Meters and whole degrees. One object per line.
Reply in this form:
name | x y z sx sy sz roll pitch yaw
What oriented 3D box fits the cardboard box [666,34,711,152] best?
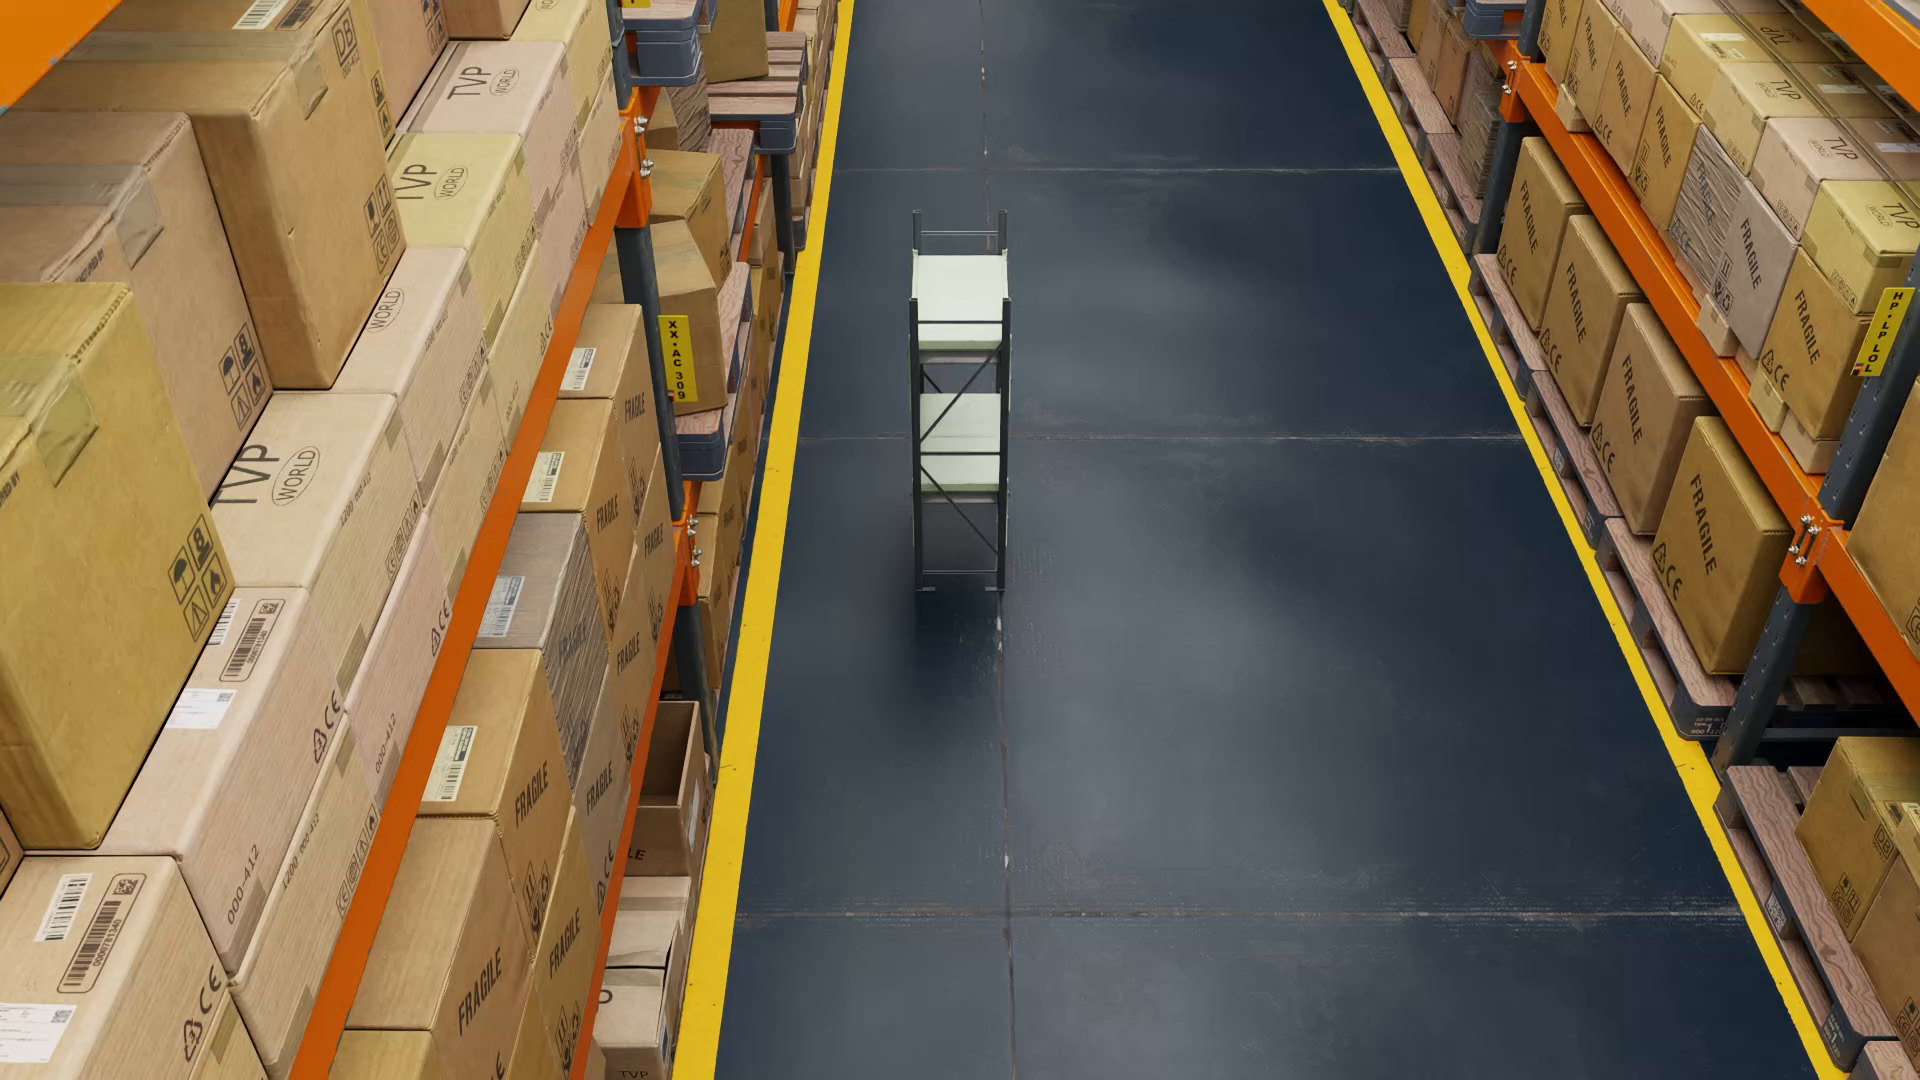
cardboard box | -1.540 -1.981 7.407 0.700 0.500 0.500 7 39 8

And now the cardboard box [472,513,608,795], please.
cardboard box | -1.196 0.280 4.122 0.500 0.500 0.500 0 39 0

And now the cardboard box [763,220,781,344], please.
cardboard box | -1.228 -1.355 8.690 0.500 0.500 0.500 1 39 2

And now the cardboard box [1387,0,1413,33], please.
cardboard box | 3.503 -3.987 11.974 0.700 0.500 0.500 1 39 1

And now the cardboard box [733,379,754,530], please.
cardboard box | -1.221 -0.387 7.482 0.500 0.500 0.500 0 39 0

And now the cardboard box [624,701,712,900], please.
cardboard box | -1.175 0.918 5.853 0.500 0.500 0.500 0 39 0

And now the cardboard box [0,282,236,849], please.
cardboard box | -1.387 0.025 2.041 0.700 0.500 0.500 0 39 0

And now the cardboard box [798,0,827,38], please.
cardboard box | -1.176 -3.664 11.338 0.500 0.311 0.500 0 39 0

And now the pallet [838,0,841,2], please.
pallet | -1.427 -4.654 13.389 1.003 0.211 1.213 0 39 0

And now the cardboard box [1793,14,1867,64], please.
cardboard box | 3.745 -1.959 6.862 0.500 0.250 0.500 -1 39 -1

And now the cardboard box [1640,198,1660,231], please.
cardboard box | 3.271 -1.494 7.401 0.380 0.149 0.250 0 39 0

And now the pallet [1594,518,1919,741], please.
pallet | 3.418 0.357 7.135 1.003 0.211 1.213 0 39 0

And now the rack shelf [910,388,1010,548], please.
rack shelf | 0.000 -0.335 7.490 0.431 0.370 0.720 0 39 0

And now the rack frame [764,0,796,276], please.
rack frame | -1.464 -2.744 8.775 1.000 3.000 0.127 0 39 0

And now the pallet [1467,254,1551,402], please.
pallet | 3.416 -1.168 9.039 1.003 0.211 1.213 0 39 0

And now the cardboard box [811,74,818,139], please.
cardboard box | -1.179 -2.802 10.710 0.500 0.250 0.500 -1 39 -1

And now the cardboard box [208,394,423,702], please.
cardboard box | -1.195 0.005 2.666 0.500 0.250 0.500 0 39 0

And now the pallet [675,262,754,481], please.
pallet | -1.351 -0.667 6.337 1.003 0.211 1.213 0 39 0

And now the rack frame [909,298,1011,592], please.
rack frame | 0.000 -0.361 7.001 0.400 1.500 0.023 0 39 0

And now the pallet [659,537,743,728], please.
pallet | -1.498 0.337 7.160 1.003 0.211 1.213 0 39 0

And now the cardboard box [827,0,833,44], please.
cardboard box | -1.179 -3.761 11.907 0.500 0.250 0.500 -1 39 -1

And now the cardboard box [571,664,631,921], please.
cardboard box | -1.197 0.675 4.429 0.500 0.500 0.500 1 39 1

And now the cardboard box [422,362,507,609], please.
cardboard box | -1.198 -0.112 3.213 0.500 0.250 0.500 0 39 0

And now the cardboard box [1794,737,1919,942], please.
cardboard box | 3.393 1.031 5.728 0.700 0.500 0.500 0 39 1

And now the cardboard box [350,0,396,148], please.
cardboard box | -1.555 -0.912 3.212 0.700 0.500 0.500 0 39 0

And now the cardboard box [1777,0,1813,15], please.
cardboard box | 3.744 -2.277 7.259 0.500 0.250 0.500 -1 39 -1

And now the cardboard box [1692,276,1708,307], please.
cardboard box | 3.239 -1.007 6.793 0.380 0.149 0.250 0 39 0

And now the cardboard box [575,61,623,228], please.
cardboard box | -1.192 -1.050 4.383 0.500 0.250 0.500 0 39 0

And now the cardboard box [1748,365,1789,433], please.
cardboard box | 3.187 -0.527 6.194 0.380 0.149 0.250 1 39 1

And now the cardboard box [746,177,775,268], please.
cardboard box | -1.224 -1.613 8.411 0.500 0.250 0.500 1 39 2

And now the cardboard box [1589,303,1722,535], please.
cardboard box | 3.360 -0.535 7.403 0.750 0.750 0.750 1 39 1

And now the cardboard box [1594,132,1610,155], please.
cardboard box | 3.290 -1.972 7.997 0.380 0.149 0.250 0 39 0

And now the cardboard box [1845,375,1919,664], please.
cardboard box | 3.479 -0.026 5.144 0.980 0.700 0.700 1 39 1

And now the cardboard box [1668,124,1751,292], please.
cardboard box | 3.239 -1.333 6.681 0.500 0.500 0.500 0 39 0

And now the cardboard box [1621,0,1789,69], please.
cardboard box | 3.239 -2.272 7.253 0.500 0.250 0.500 0 39 0

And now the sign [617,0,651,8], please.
sign | -0.916 -1.620 4.560 0.100 0.325 0.005 0 39 0

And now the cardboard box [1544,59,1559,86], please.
cardboard box | 3.259 -2.453 8.598 0.380 0.149 0.250 -1 39 -1

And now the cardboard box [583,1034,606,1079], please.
cardboard box | -1.452 1.735 4.831 0.797 0.503 0.637 0 39 0

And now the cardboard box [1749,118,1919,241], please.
cardboard box | 3.247 -1.315 6.059 0.500 0.250 0.500 1 39 1

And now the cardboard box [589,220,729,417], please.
cardboard box | -1.236 -0.742 5.861 0.700 0.500 0.500 -13 40 -15

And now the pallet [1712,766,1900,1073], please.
pallet | 3.417 1.316 5.940 1.003 0.211 1.213 0 39 0

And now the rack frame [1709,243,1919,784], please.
rack frame | 3.495 -0.248 5.661 1.000 3.000 0.127 0 39 0

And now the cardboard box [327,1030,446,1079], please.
cardboard box | -1.199 1.225 2.943 0.500 0.500 0.500 0 39 0

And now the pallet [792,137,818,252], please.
pallet | -1.426 -2.170 10.289 1.003 0.211 1.213 0 39 0

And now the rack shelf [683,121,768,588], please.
rack shelf | -1.461 -1.212 7.439 1.077 0.370 4.000 0 39 0

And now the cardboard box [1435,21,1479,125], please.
cardboard box | 3.524 -3.029 10.778 0.700 0.500 0.500 0 39 0

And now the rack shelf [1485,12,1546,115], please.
rack shelf | 3.488 -3.720 10.568 1.077 0.370 4.000 0 39 0

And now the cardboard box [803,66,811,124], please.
cardboard box | -1.180 -2.710 10.147 0.500 0.311 0.500 -1 39 -1

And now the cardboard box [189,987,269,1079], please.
cardboard box | -1.201 0.826 2.042 0.500 0.250 0.500 0 39 0

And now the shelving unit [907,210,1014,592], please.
shelving unit | 0.000 -0.589 7.286 0.431 1.500 0.755 0 39 0

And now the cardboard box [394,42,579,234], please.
cardboard box | -1.190 -0.933 3.837 0.500 0.250 0.500 0 39 0

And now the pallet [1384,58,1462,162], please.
pallet | 3.492 -2.911 11.214 1.003 0.211 1.213 0 39 0

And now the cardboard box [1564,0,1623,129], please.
cardboard box | 3.226 -2.281 7.864 0.500 0.500 0.500 1 39 1
